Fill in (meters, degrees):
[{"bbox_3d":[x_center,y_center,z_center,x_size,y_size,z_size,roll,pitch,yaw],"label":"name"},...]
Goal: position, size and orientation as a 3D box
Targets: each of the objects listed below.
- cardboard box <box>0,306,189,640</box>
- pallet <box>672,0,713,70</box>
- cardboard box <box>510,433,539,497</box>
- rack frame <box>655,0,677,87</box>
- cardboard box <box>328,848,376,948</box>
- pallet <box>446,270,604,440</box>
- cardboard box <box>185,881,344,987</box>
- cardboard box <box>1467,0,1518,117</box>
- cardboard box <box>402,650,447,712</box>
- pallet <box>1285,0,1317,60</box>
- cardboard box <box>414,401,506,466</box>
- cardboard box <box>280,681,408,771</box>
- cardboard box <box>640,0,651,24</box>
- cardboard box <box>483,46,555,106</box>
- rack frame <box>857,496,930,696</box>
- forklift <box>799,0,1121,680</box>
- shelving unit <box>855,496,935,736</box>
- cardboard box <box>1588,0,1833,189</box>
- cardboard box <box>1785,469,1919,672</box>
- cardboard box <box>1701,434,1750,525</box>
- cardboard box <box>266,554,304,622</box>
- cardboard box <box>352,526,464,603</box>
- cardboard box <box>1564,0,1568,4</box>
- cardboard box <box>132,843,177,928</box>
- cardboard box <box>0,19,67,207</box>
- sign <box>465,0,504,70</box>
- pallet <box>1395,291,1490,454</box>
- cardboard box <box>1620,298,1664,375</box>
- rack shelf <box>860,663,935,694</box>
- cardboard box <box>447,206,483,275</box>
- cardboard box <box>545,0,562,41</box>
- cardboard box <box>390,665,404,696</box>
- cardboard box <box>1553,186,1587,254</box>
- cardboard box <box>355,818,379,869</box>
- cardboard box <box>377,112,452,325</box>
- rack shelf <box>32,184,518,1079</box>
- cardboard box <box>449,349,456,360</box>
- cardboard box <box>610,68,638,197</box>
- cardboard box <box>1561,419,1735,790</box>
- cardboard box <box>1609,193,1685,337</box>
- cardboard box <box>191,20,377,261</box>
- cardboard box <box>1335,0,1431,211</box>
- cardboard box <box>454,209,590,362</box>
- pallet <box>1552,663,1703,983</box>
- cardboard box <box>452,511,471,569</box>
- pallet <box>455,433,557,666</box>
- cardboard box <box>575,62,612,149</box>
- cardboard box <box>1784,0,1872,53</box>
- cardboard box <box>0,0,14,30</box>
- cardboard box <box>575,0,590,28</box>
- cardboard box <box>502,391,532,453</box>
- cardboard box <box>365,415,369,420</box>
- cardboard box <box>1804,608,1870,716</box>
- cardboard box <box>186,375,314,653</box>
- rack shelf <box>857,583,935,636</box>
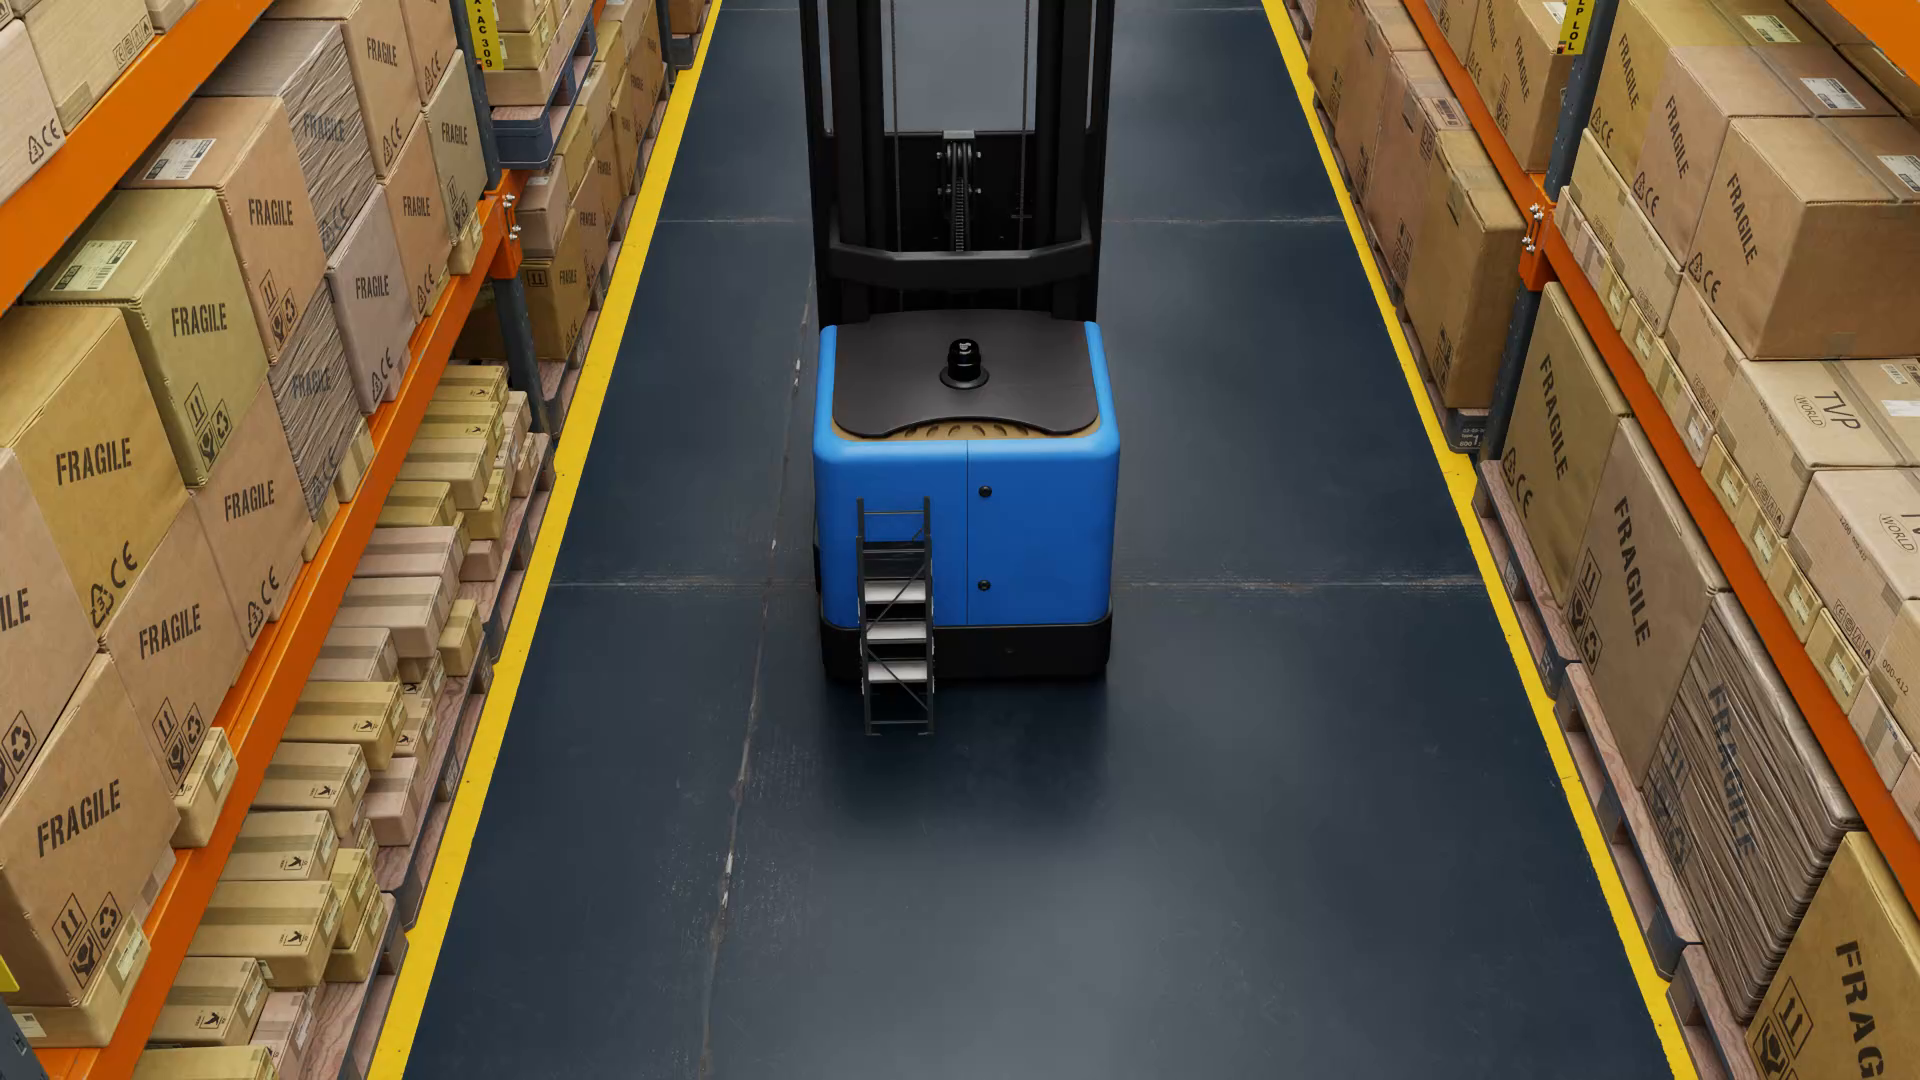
[{"bbox_3d":[-1.991,-0.137,3.405,0.500,0.500,0.500,1,39,1],"label":"cardboard box"},{"bbox_3d":[-2.184,-3.403,10.827,1.003,0.211,1.213,0,39,0],"label":"pallet"},{"bbox_3d":[-1.912,-0.303,6.673,0.380,0.149,0.250,0,39,1],"label":"cardboard box"},{"bbox_3d":[-2.258,-3.998,9.340,1.000,3.000,0.127,0,39,0],"label":"rack frame"},{"bbox_3d":[-1.917,1.025,4.779,0.380,0.149,0.250,1,39,1],"label":"cardboard box"},{"bbox_3d":[-2.256,-0.895,7.698,1.003,0.211,1.213,0,39,0],"label":"pallet"},{"bbox_3d":[-1.902,1.063,4.492,0.380,0.149,0.250,0,39,0],"label":"cardboard box"},{"bbox_3d":[2.439,-2.078,6.864,0.500,0.500,0.500,1,39,1],"label":"cardboard box"},{"bbox_3d":[-1.978,0.507,5.662,0.380,0.149,0.250,1,39,1],"label":"cardboard box"},{"bbox_3d":[2.703,-3.339,10.748,1.003,0.211,1.213,0,39,0],"label":"pallet"},{"bbox_3d":[-1.953,-0.398,6.316,0.380,0.149,0.250,0,39,1],"label":"cardboard box"},{"bbox_3d":[-1.931,0.570,5.108,0.380,0.149,0.250,1,39,1],"label":"cardboard box"},{"bbox_3d":[-1.995,-3.052,9.223,0.500,0.250,0.500,-1,39,-1],"label":"cardboard box"},{"bbox_3d":[-1.794,-1.809,6.474,0.380,0.149,0.250,-2,39,-2],"label":"cardboard box"},{"bbox_3d":[-0.220,0.211,5.767,0.240,0.900,0.006,-1,39,-1],"label":"rack frame"},{"bbox_3d":[-0.018,-1.538,6.325,1.130,2.935,3.031,-1,39,-1],"label":"forklift"},{"bbox_3d":[-0.217,0.274,5.688,0.258,0.900,0.210,-1,39,-1],"label":"shelving unit"},{"bbox_3d":[2.452,-1.487,5.490,0.500,0.500,0.500,0,39,0],"label":"cardboard box"},{"bbox_3d":[2.444,0.069,4.148,0.500,0.250,0.500,-1,39,-2],"label":"cardboard box"},{"bbox_3d":[2.378,-0.179,4.775,0.380,0.149,0.250,-1,39,-1],"label":"cardboard box"},{"bbox_3d":[-1.995,0.087,4.444,0.380,0.149,0.250,-1,39,-1],"label":"cardboard box"},{"bbox_3d":[-1.930,0.089,5.708,0.380,0.149,0.250,-2,39,-2],"label":"cardboard box"},{"bbox_3d":[2.698,-2.267,6.298,0.797,0.503,0.637,-1,39,-1],"label":"cardboard box"},{"bbox_3d":[-1.963,0.741,3.628,0.380,0.149,0.250,1,39,2],"label":"cardboard box"},{"bbox_3d":[-1.990,-0.717,2.968,0.500,0.250,0.500,1,39,1],"label":"cardboard box"},{"bbox_3d":[-1.711,-1.840,5.955,0.100,0.325,0.005,0,39,0],"label":"sign"},{"bbox_3d":[2.630,-0.831,7.618,1.003,0.211,1.213,0,39,0],"label":"pallet"},{"bbox_3d":[2.378,-0.660,5.376,0.380,0.149,0.250,-1,39,-1],"label":"cardboard box"},{"bbox_3d":[-0.217,0.441,5.822,0.258,0.077,0.200,-1,39,-1],"label":"rack shelf"},{"bbox_3d":[-1.910,-1.059,5.874,0.380,0.149,0.250,-1,39,-1],"label":"cardboard box"},{"bbox_3d":[-1.796,-2.087,6.583,0.380,0.149,0.250,-1,39,-1],"label":"cardboard box"},{"bbox_3d":[-2.045,0.520,5.408,0.380,0.149,0.250,2,39,2],"label":"cardboard box"},{"bbox_3d":[2.374,-1.154,5.992,0.380,0.149,0.250,0,39,0],"label":"cardboard box"},{"bbox_3d":[-2.005,0.987,5.063,0.380,0.149,0.250,0,39,0],"label":"cardboard box"},{"bbox_3d":[-1.971,-1.025,5.312,0.500,0.500,0.500,-1,39,-1],"label":"cardboard box"},{"bbox_3d":[-2.251,0.035,4.883,1.077,0.370,4.000,0,39,0],"label":"rack shelf"},{"bbox_3d":[-2.506,-1.148,7.446,0.500,0.500,0.500,-1,39,-1],"label":"cardboard box"},{"bbox_3d":[-1.982,-2.120,8.659,0.500,0.500,0.500,-2,39,-2],"label":"cardboard box"},{"bbox_3d":[2.628,0.204,5.460,0.875,0.875,0.875,0,39,0],"label":"cardboard box"},{"bbox_3d":[2.441,-0.889,5.343,0.500,0.250,0.500,0,39,0],"label":"cardboard box"},{"bbox_3d":[-1.990,-1.105,4.612,0.500,0.500,0.500,1,39,1],"label":"cardboard box"},{"bbox_3d":[2.675,-2.284,8.565,1.225,0.875,0.875,0,39,0],"label":"cardboard box"},{"bbox_3d":[-1.989,-1.147,7.446,0.500,0.500,0.500,1,39,2],"label":"cardboard box"},{"bbox_3d":[2.634,0.892,5.469,1.003,0.211,1.213,0,39,0],"label":"pallet"},{"bbox_3d":[-2.002,0.026,6.025,0.380,0.149,0.250,0,39,0],"label":"cardboard box"},{"bbox_3d":[-2.217,0.012,6.567,1.003,0.211,1.213,0,39,0],"label":"pallet"},{"bbox_3d":[-1.989,-2.092,8.025,0.500,0.250,0.500,1,39,2],"label":"cardboard box"},{"bbox_3d":[2.975,-1.500,5.505,0.500,0.500,0.500,1,39,1],"label":"cardboard box"},{"bbox_3d":[-1.991,-0.903,2.800,0.500,0.250,0.500,0,39,-1],"label":"cardboard box"},{"bbox_3d":[-1.796,-2.296,7.081,0.380,0.149,0.250,0,39,0],"label":"cardboard box"},{"bbox_3d":[-1.935,-0.467,6.640,0.380,0.149,0.250,1,39,1],"label":"cardboard box"},{"bbox_3d":[-2.016,-0.402,5.053,0.380,0.149,0.250,-1,39,-1],"label":"cardboard box"},{"bbox_3d":[2.379,0.301,4.176,0.380,0.149,0.250,-1,39,-1],"label":"cardboard box"},{"bbox_3d":[-1.987,-0.072,4.124,0.500,0.500,0.500,0,39,1],"label":"cardboard box"},{"bbox_3d":[-0.217,0.230,5.653,0.258,0.077,0.200,-1,39,-1],"label":"rack shelf"}]
